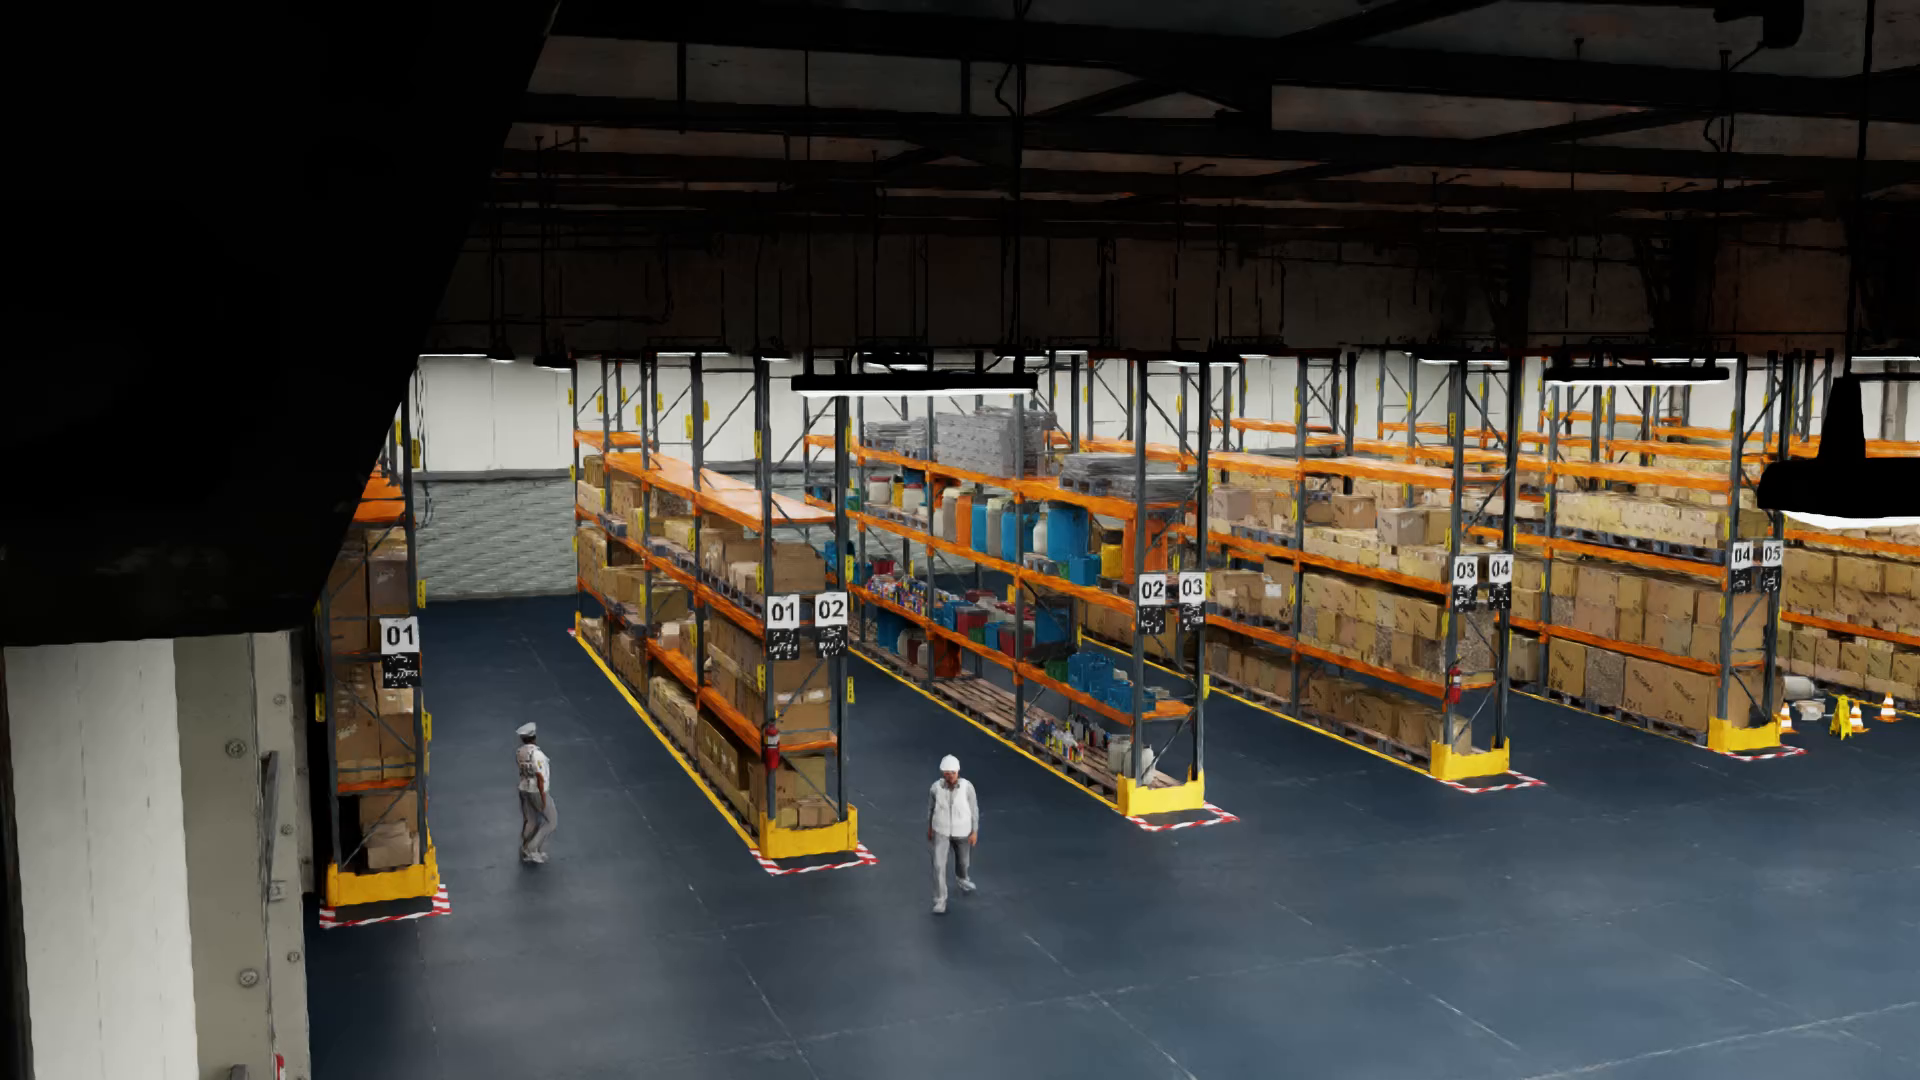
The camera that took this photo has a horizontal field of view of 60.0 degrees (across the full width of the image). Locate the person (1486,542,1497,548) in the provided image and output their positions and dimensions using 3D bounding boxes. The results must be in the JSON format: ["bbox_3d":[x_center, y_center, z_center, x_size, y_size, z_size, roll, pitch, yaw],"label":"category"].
[{"bbox_3d":[11.556,0.918,36.341,0.596,1.783,0.673,0,7,-1],"label":"person"}]

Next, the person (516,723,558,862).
[{"bbox_3d":[-5.105,3.040,19.873,0.501,1.674,0.422,6,9,41],"label":"person"}]

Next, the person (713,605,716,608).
[{"bbox_3d":[-4.505,1.576,31.635,0.357,1.660,0.567,-5,9,-37],"label":"person"}]

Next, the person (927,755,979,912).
[{"bbox_3d":[-0.079,3.191,18.450,0.572,1.707,0.954,0,7,0],"label":"person"}]
